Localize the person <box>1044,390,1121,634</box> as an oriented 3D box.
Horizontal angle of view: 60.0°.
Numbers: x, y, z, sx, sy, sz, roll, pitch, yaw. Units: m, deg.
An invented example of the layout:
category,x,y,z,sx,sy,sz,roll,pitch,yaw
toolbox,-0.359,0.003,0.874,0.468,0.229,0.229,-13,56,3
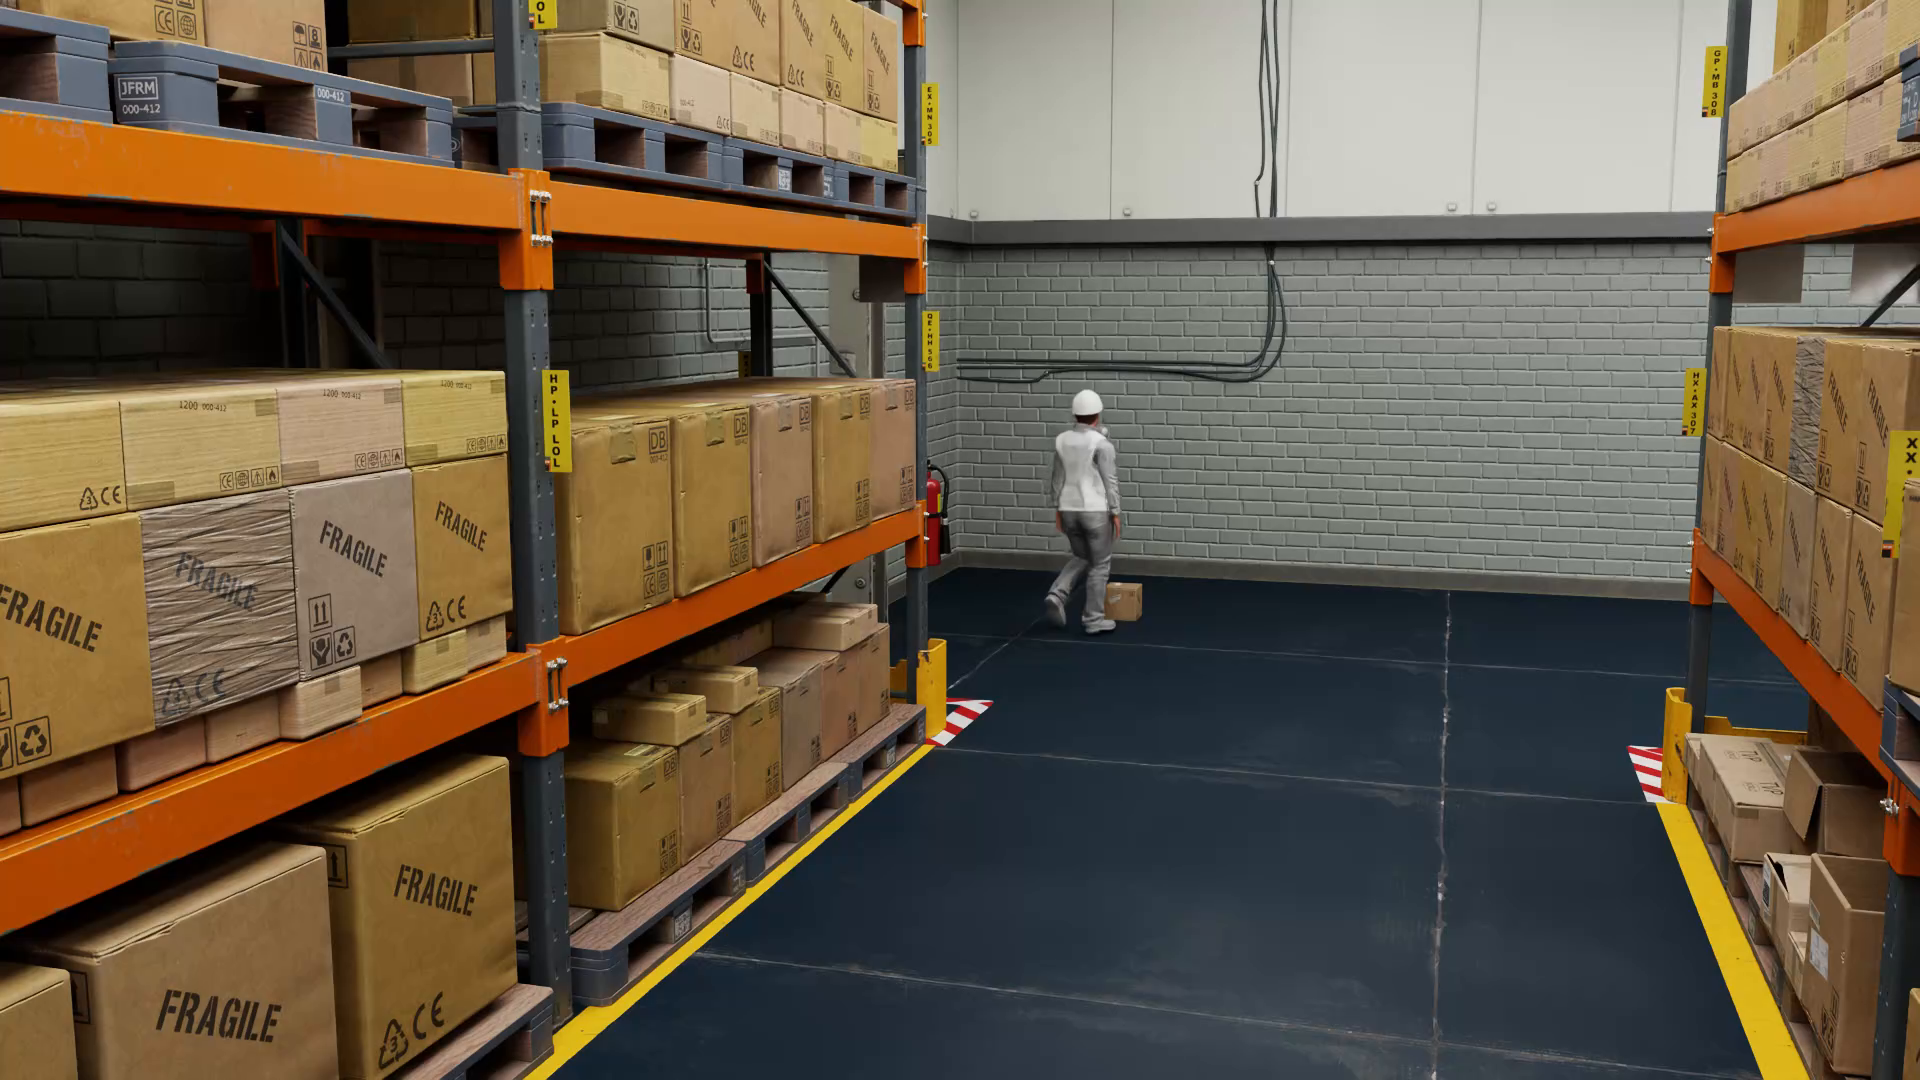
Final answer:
category,x,y,z,sx,sy,sz,roll,pitch,yaw
person,0.905,-0.204,12.042,0.526,1.764,0.552,-8,11,-43
